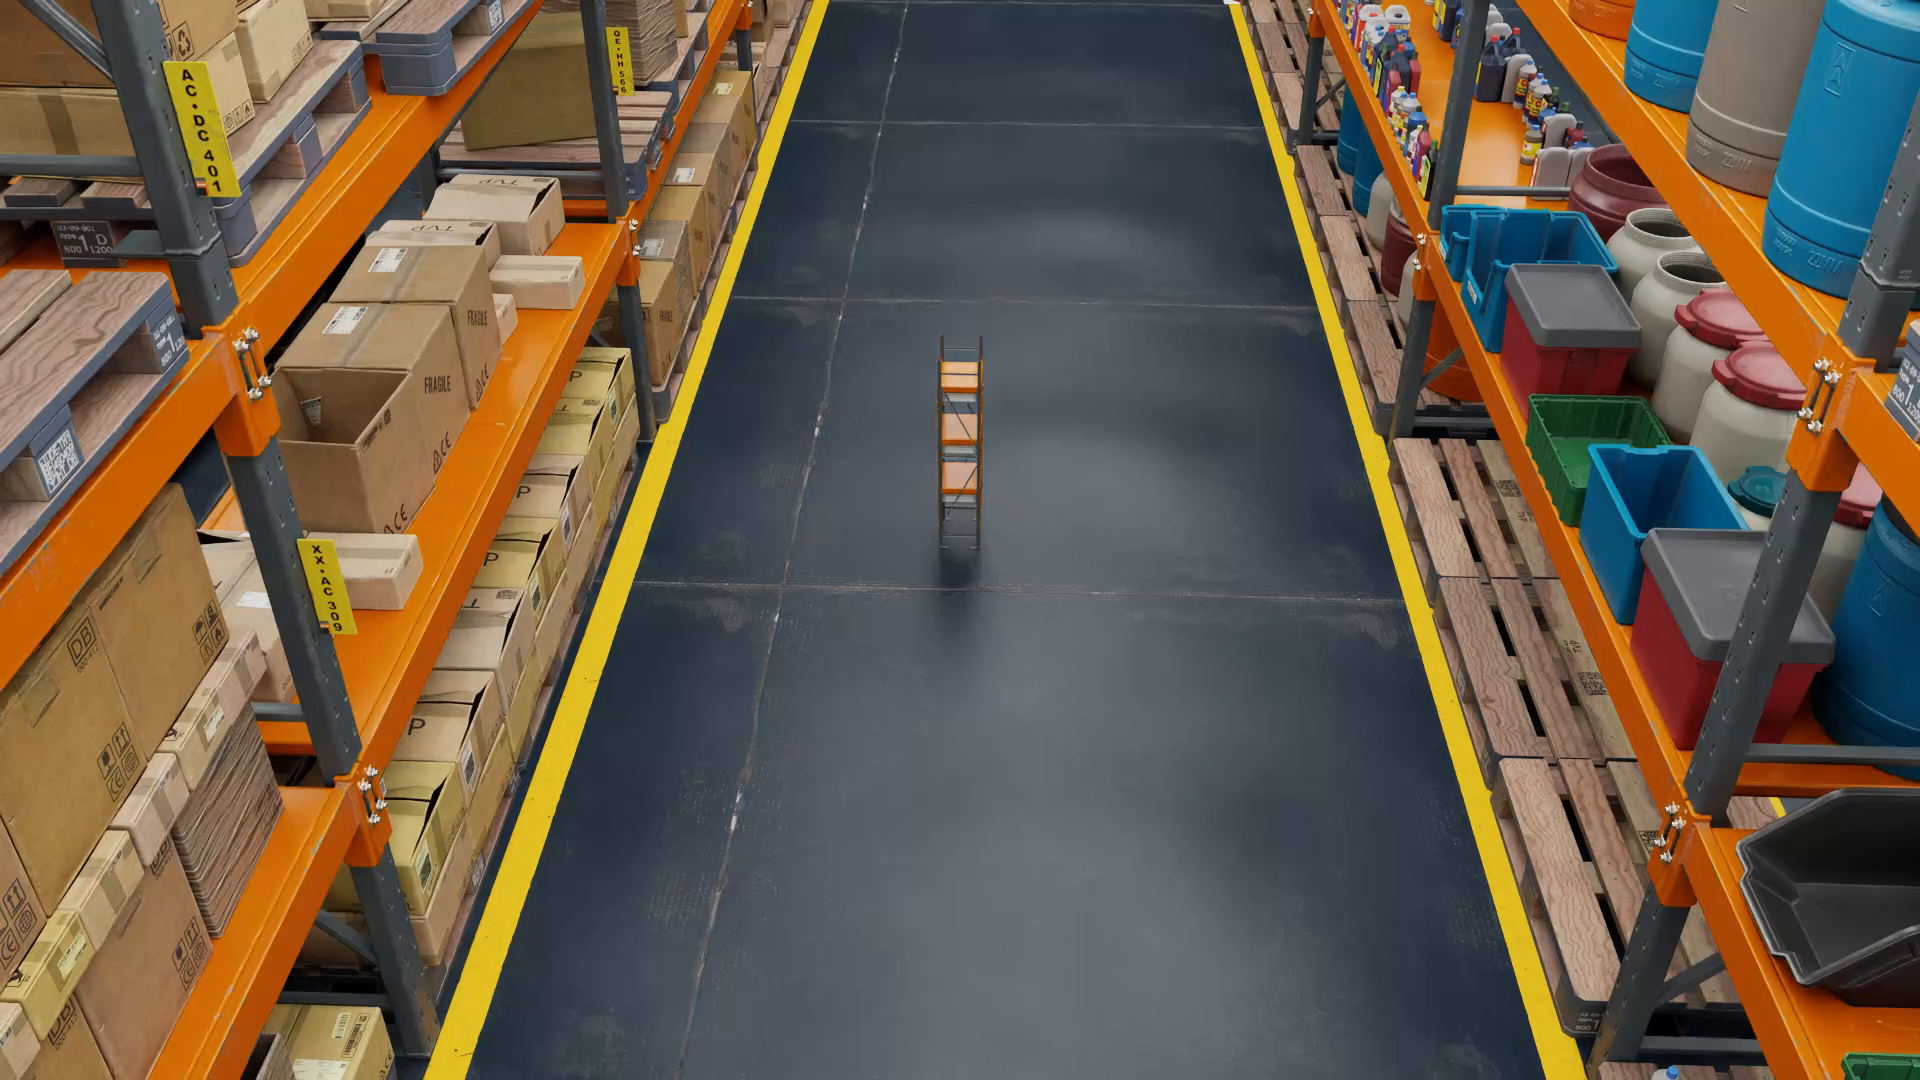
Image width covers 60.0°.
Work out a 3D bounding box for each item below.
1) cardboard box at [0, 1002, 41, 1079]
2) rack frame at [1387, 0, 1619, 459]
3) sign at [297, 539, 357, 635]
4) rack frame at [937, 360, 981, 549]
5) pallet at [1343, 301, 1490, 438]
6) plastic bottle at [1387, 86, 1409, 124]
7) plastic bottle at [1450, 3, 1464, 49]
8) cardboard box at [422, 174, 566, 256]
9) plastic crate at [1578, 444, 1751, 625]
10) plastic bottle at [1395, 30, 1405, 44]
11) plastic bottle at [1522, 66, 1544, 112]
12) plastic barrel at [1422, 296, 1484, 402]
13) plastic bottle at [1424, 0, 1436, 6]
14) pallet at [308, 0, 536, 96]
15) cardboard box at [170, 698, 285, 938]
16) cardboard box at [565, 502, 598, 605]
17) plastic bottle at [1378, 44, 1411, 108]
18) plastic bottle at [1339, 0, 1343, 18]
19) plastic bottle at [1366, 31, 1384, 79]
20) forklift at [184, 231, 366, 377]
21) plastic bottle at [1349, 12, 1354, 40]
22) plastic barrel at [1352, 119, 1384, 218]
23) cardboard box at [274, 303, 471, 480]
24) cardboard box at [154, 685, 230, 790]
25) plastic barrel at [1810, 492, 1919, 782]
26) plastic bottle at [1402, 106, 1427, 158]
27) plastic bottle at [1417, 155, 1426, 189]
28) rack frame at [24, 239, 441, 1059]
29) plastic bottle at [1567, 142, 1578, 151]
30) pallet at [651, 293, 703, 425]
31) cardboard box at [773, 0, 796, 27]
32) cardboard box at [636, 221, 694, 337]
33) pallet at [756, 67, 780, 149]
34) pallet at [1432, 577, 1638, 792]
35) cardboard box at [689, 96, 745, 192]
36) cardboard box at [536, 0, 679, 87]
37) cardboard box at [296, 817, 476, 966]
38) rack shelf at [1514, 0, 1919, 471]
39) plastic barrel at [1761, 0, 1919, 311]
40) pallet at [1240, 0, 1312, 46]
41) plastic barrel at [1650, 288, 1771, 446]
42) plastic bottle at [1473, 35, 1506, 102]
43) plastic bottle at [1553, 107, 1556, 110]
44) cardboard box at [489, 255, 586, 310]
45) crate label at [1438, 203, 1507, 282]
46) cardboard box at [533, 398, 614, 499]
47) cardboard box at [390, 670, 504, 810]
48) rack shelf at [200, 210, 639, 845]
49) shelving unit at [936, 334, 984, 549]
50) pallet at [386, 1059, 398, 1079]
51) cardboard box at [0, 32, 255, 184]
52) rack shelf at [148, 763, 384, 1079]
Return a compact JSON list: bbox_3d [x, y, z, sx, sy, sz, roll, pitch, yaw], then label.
[{"bbox_3d":[-2.165,1.092,3.437,0.380,0.149,0.250,2,35,3],"label":"cardboard box"},{"bbox_3d":[2.794,-1.674,8.023,1.000,3.000,0.127,1,35,2],"label":"rack frame"},{"bbox_3d":[-1.761,0.133,4.630,0.100,0.325,0.005,1,35,2],"label":"sign"},{"bbox_3d":[-0.003,-0.390,7.892,0.200,1.050,0.008,1,35,2],"label":"rack frame"},{"bbox_3d":[2.784,-0.987,9.471,1.003,0.211,1.213,1,35,2],"label":"pallet"},{"bbox_3d":[2.443,-2.425,9.265,0.097,0.201,0.097,0,35,0],"label":"plastic bottle"},{"bbox_3d":[3.101,-3.178,10.275,0.097,0.271,0.097,0,35,0],"label":"plastic bottle"},{"bbox_3d":[-2.213,-1.546,7.919,0.500,0.311,0.500,3,35,5],"label":"cardboard box"},{"bbox_3d":[2.367,-0.010,5.670,0.392,0.384,0.575,1,35,2],"label":"plastic crate"},{"bbox_3d":[2.634,-2.976,10.049,0.097,0.201,0.097,0,35,0],"label":"plastic bottle"},{"bbox_3d":[3.226,-2.530,9.343,0.061,0.283,0.133,1,35,2],"label":"plastic bottle"},{"bbox_3d":[2.797,-1.239,8.927,0.600,0.830,0.708,1,35,2],"label":"plastic barrel"},{"bbox_3d":[3.136,-3.649,11.006,0.097,0.201,0.097,0,35,0],"label":"plastic bottle"},{"bbox_3d":[-2.135,-1.906,5.909,1.003,0.211,1.213,3,35,4],"label":"pallet"},{"bbox_3d":[-2.327,0.722,4.527,0.700,0.500,0.500,0,35,1],"label":"cardboard box"},{"bbox_3d":[-1.973,0.056,7.588,0.500,0.250,0.500,2,35,3],"label":"cardboard box"},{"bbox_3d":[2.478,-2.643,9.445,0.144,0.351,0.185,1,35,2],"label":"plastic bottle"},{"bbox_3d":[2.518,-3.519,10.761,0.097,0.271,0.097,0,35,0],"label":"plastic bottle"},{"bbox_3d":[2.473,-2.875,9.844,0.097,0.271,0.097,0,35,0],"label":"plastic bottle"},{"bbox_3d":[-4.416,-2.231,8.876,1.130,2.935,3.031,1,35,1],"label":"forklift"},{"bbox_3d":[2.501,-3.246,10.432,0.097,0.201,0.097,0,35,0],"label":"plastic bottle"},{"bbox_3d":[2.887,-2.567,10.753,0.600,0.901,0.708,1,35,2],"label":"plastic barrel"},{"bbox_3d":[-2.227,-0.565,6.358,0.500,0.500,0.500,1,35,2],"label":"cardboard box"},{"bbox_3d":[-2.125,0.504,4.273,0.380,0.149,0.250,1,35,1],"label":"cardboard box"},{"bbox_3d":[2.952,0.204,4.915,0.600,0.901,0.708,1,35,2],"label":"plastic barrel"},{"bbox_3d":[2.424,-2.174,8.847,0.097,0.271,0.097,0,35,0],"label":"plastic bottle"},{"bbox_3d":[2.407,-1.901,8.519,0.097,0.201,0.097,0,35,0],"label":"plastic bottle"},{"bbox_3d":[-2.316,0.508,4.919,1.000,3.000,0.127,1,35,2],"label":"rack frame"},{"bbox_3d":[3.170,-1.956,8.597,0.097,0.201,0.097,0,35,0],"label":"plastic bottle"},{"bbox_3d":[-2.087,-1.078,9.600,1.003,0.211,1.213,1,35,2],"label":"pallet"},{"bbox_3d":[-1.678,-4.579,14.165,0.500,0.250,0.500,1,35,2],"label":"cardboard box"},{"bbox_3d":[-1.836,-1.504,9.572,0.500,0.500,0.500,0,35,0],"label":"cardboard box"},{"bbox_3d":[-1.966,-3.342,12.822,1.003,0.211,1.213,1,35,2],"label":"pallet"},{"bbox_3d":[2.672,0.610,7.198,1.003,0.211,1.213,1,35,2],"label":"pallet"},{"bbox_3d":[-1.756,-2.672,11.235,0.500,0.500,0.500,1,35,2],"label":"cardboard box"},{"bbox_3d":[-2.015,-2.889,9.300,0.700,0.500,0.500,8,36,11],"label":"cardboard box"},{"bbox_3d":[-2.052,1.235,5.911,0.500,0.250,0.500,1,35,1],"label":"cardboard box"},{"bbox_3d":[2.714,-1.458,5.733,1.077,0.370,4.000,1,35,2],"label":"rack shelf"},{"bbox_3d":[2.437,-1.105,4.170,0.600,0.901,0.708,1,35,2],"label":"plastic barrel"},{"bbox_3d":[3.043,-4.657,14.692,1.003,0.211,1.213,1,35,2],"label":"pallet"},{"bbox_3d":[2.938,-0.646,6.443,0.433,0.535,0.433,0,35,0],"label":"plastic barrel"},{"bbox_3d":[3.043,-2.710,9.540,0.144,0.351,0.185,1,35,2],"label":"plastic bottle"},{"bbox_3d":[3.190,-2.242,9.005,0.097,0.201,0.097,0,35,0],"label":"plastic bottle"},{"bbox_3d":[-1.915,-1.165,7.517,0.380,0.149,0.250,1,35,2],"label":"cardboard box"},{"bbox_3d":[2.403,-1.372,7.739,0.303,0.233,0.416,1,35,2],"label":"crate label"},{"bbox_3d":[-1.945,-0.462,7.836,0.500,0.311,0.500,1,35,1],"label":"cardboard box"},{"bbox_3d":[-2.025,0.712,6.166,0.500,0.311,0.500,1,35,1],"label":"cardboard box"},{"bbox_3d":[-2.236,-0.347,6.761,1.077,0.370,4.000,1,35,2],"label":"rack shelf"},{"bbox_3d":[0.002,-0.460,7.992,0.215,1.050,0.252,1,35,2],"label":"shelving unit"},{"bbox_3d":[-2.390,2.104,5.072,1.003,0.211,1.213,1,35,2],"label":"pallet"},{"bbox_3d":[-2.282,-1.184,4.482,0.500,0.250,0.500,5,35,7],"label":"cardboard box"},{"bbox_3d":[-2.396,1.951,3.491,1.077,0.370,4.000,1,35,2],"label":"rack shelf"}]
